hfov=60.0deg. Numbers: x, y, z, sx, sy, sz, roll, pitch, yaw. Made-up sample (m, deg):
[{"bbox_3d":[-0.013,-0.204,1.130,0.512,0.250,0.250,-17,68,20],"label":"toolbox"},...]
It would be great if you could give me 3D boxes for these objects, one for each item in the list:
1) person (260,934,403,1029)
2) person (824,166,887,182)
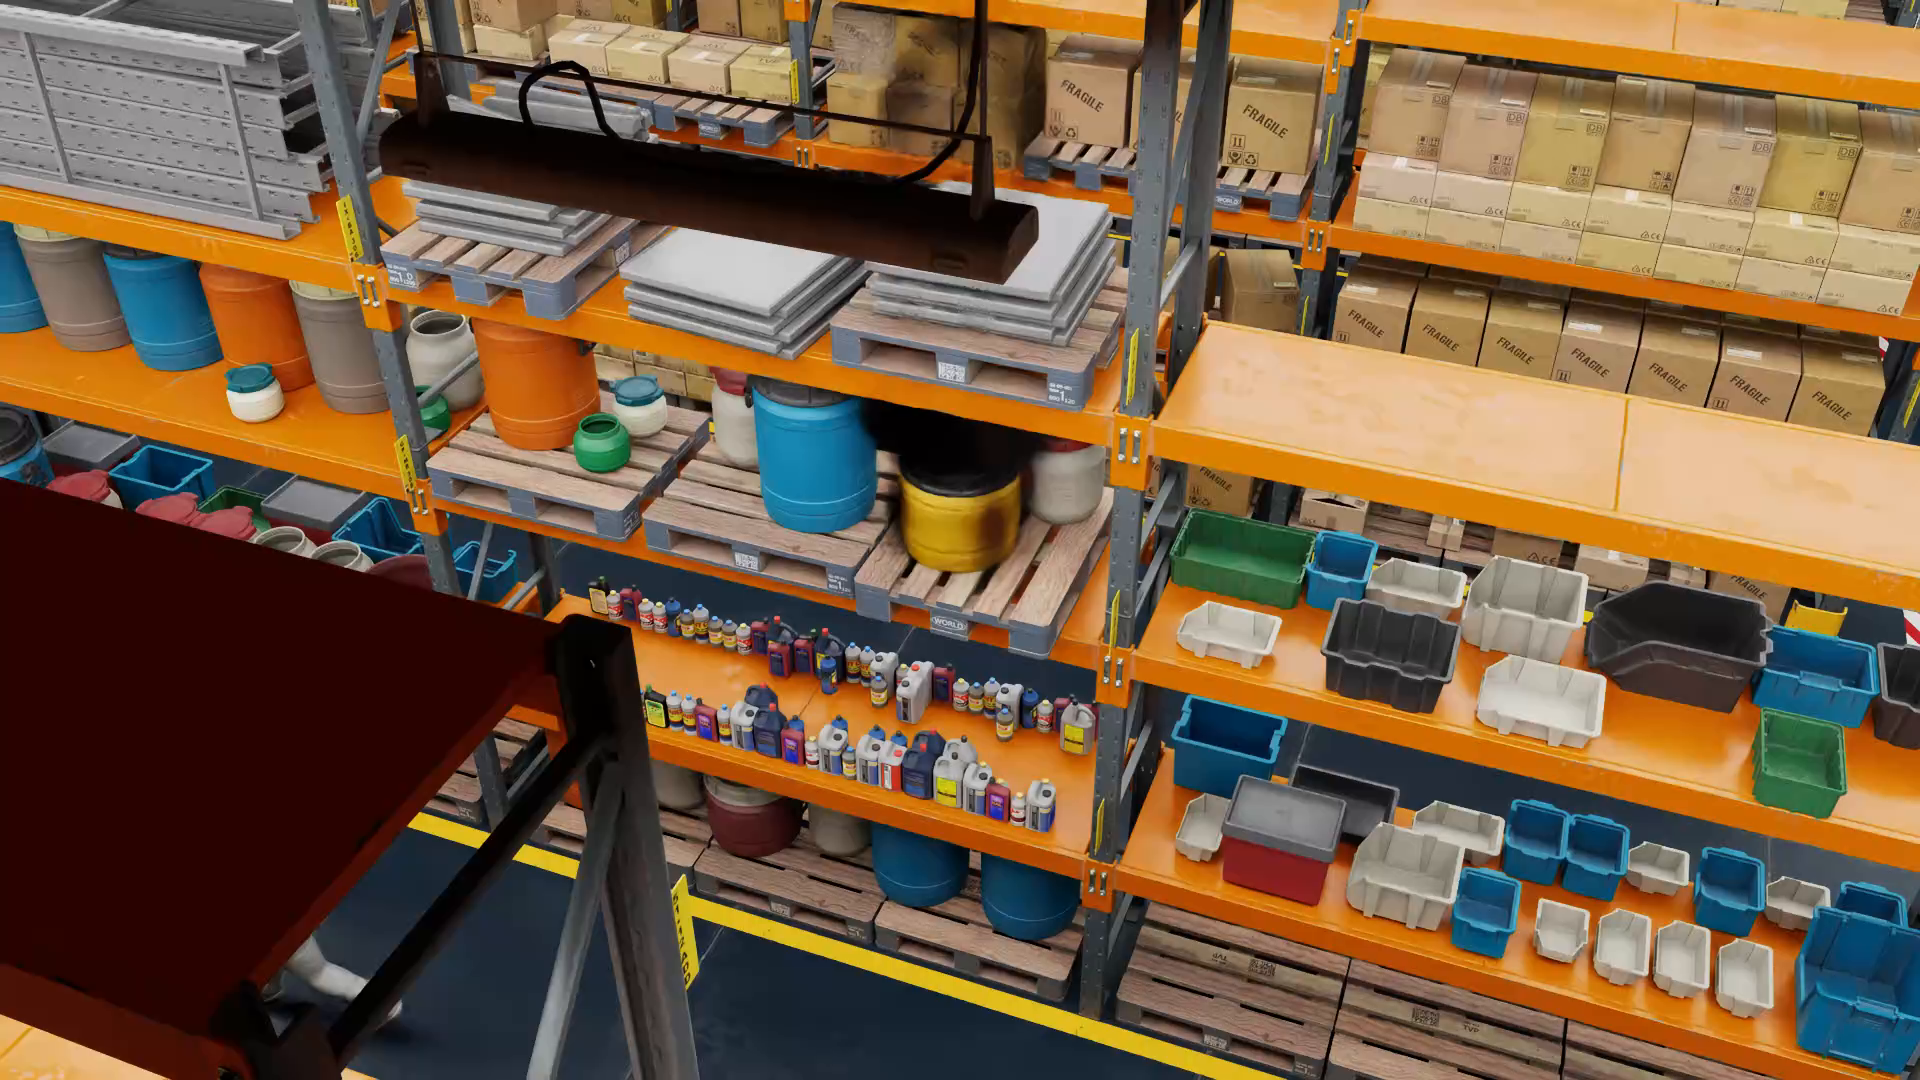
[{"bbox_3d":[-3.680,2.091,9.128,1.066,1.787,0.662,5,37,7],"label":"person"},{"bbox_3d":[-0.925,-3.274,16.273,0.907,1.754,0.640,7,37,10],"label":"person"}]
